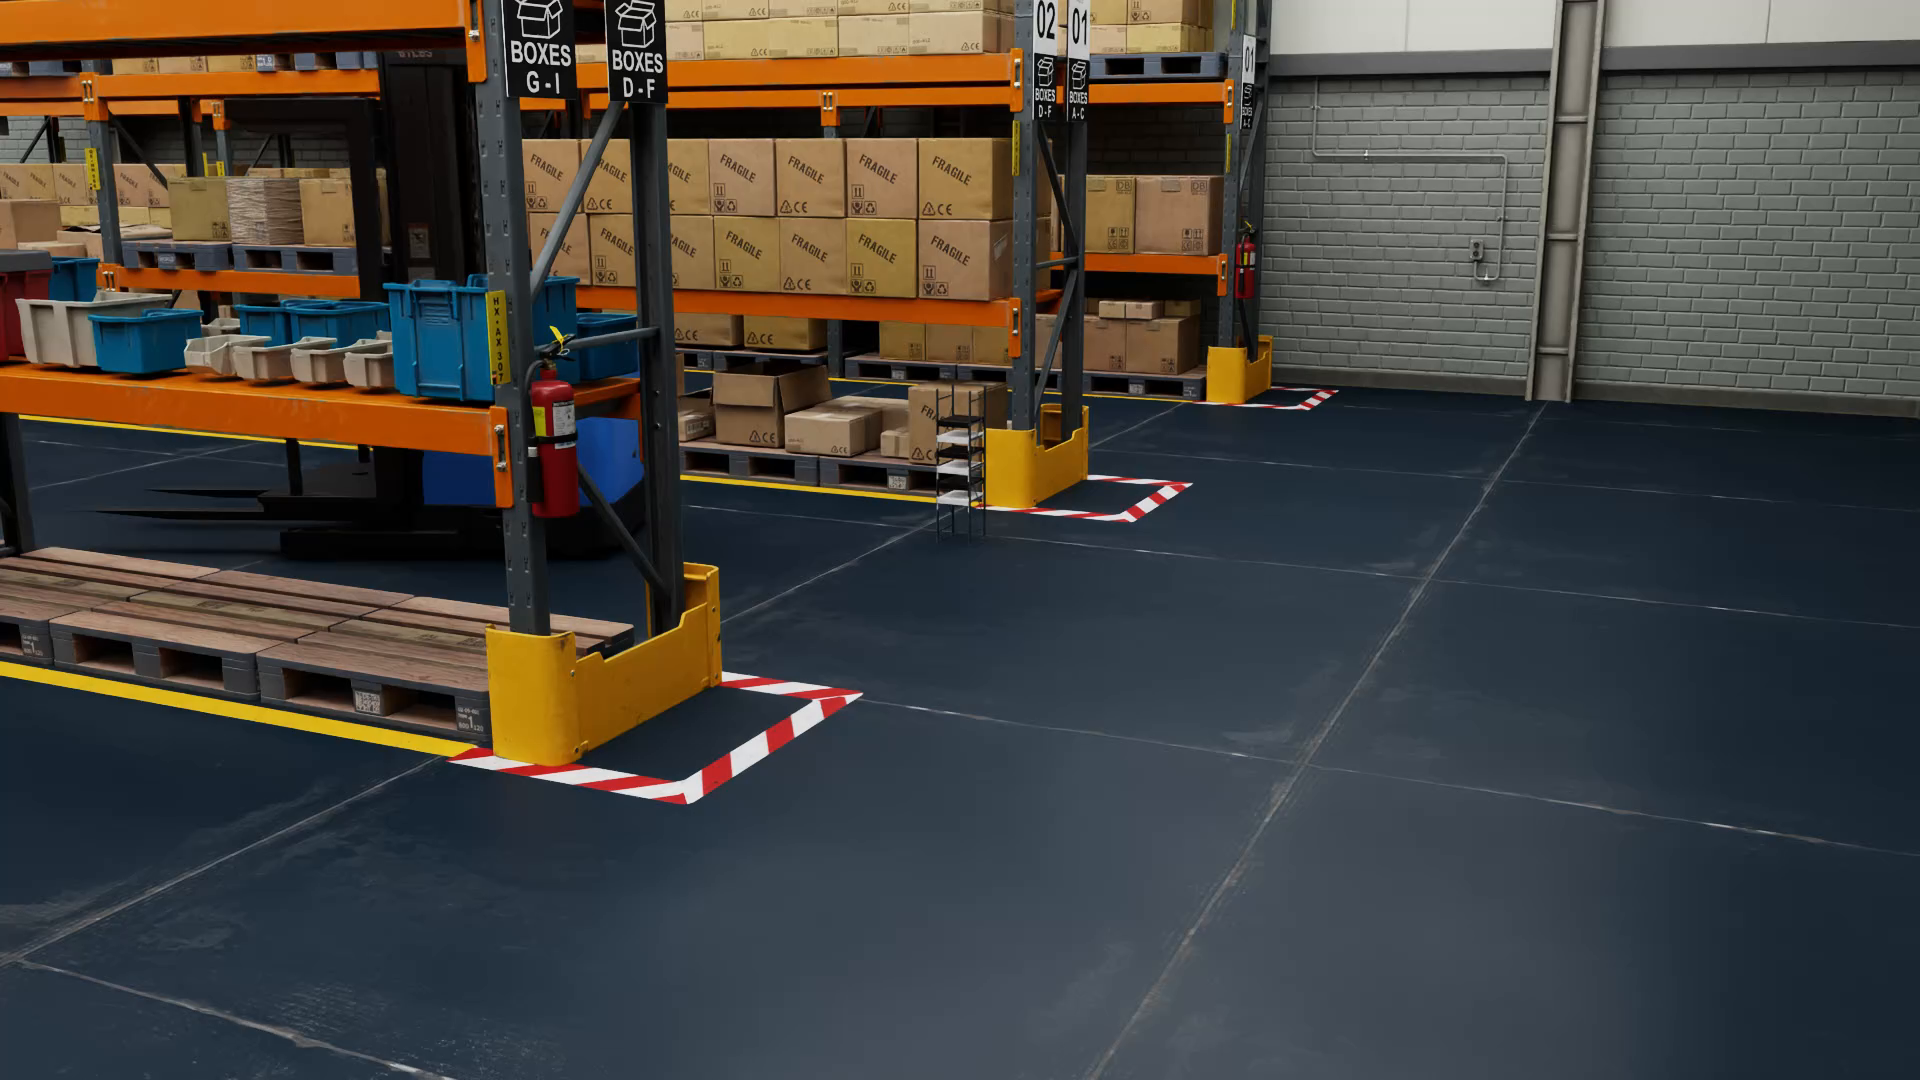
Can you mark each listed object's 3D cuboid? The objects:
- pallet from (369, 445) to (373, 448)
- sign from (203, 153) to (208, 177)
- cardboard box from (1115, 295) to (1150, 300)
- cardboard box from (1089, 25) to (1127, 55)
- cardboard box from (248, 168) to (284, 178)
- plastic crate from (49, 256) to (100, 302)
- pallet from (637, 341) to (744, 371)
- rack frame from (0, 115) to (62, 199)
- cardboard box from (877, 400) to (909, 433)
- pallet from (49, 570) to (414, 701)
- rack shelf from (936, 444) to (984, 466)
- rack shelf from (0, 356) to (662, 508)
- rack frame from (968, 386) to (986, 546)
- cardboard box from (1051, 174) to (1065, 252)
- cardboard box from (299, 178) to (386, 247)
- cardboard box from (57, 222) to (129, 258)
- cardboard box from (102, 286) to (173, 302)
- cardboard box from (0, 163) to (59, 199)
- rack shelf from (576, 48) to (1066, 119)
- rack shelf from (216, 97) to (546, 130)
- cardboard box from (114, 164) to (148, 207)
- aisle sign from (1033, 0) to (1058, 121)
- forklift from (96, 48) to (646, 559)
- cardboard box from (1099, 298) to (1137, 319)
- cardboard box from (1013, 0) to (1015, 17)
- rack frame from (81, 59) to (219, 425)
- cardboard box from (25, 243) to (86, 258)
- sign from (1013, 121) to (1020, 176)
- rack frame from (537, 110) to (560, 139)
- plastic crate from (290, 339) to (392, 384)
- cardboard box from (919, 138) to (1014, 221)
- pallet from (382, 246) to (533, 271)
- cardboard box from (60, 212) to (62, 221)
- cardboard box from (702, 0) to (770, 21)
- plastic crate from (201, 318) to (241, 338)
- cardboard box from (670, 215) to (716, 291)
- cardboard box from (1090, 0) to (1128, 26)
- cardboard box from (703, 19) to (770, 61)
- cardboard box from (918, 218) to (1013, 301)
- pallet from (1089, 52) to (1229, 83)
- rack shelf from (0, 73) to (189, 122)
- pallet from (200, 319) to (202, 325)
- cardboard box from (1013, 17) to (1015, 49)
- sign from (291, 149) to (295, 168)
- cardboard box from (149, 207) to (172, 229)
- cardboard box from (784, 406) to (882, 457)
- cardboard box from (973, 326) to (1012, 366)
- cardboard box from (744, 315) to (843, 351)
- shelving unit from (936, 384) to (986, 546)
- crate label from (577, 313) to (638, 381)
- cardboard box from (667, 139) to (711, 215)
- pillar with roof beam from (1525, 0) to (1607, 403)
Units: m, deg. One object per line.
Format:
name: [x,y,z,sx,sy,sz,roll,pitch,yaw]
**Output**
pallet: [-3.830,-0.866,12.982,1.213,0.211,1.003,6,14,23]
sign: [-6.517,-3.165,14.318,0.005,0.325,0.100,6,14,23]
cardboard box: [1.640,-2.245,15.889,0.250,0.149,0.380,6,14,23]
cardboard box: [1.336,-4.522,15.082,0.500,0.250,0.500,5,14,21]
cardboard box: [-7.931,-4.140,19.650,0.500,0.500,0.700,6,14,23]
plastic crate: [-4.516,-1.171,8.084,0.575,0.384,0.392,6,14,23]
pallet: [-2.924,-2.002,17.823,1.213,0.211,1.003,6,14,23]
rack frame: [-12.040,-4.301,21.520,0.127,3.000,1.000,6,14,23]
cardboard box: [-0.253,-0.817,11.727,0.500,0.250,0.500,6,14,23]
pallet: [-3.273,0.408,7.553,1.213,0.211,1.003,6,14,23]
rack shelf: [0.007,-0.493,9.636,0.200,0.077,0.258,6,14,23]
rack shelf: [-3.252,-0.586,7.263,4.000,0.370,1.077,6,14,23]
rack frame: [0.100,-0.428,9.609,0.006,0.900,0.240,6,14,23]
cardboard box: [0.756,-3.149,15.954,0.700,0.700,0.980,5,14,21]
cardboard box: [-4.712,-2.560,12.959,0.500,0.500,0.700,2,13,9]
cardboard box: [-7.468,-2.606,14.489,0.500,0.311,0.500,6,14,23]
cardboard box: [-10.272,-3.085,20.843,0.500,0.500,0.700,5,14,20]
cardboard box: [-11.725,-4.496,20.993,0.500,0.500,0.500,6,14,23]
rack shelf: [-1.243,-3.081,11.328,4.000,0.370,1.077,6,14,23]
rack shelf: [-6.554,-4.856,18.893,4.000,0.370,1.077,6,14,23]
cardboard box: [-9.855,-4.306,20.182,0.500,0.500,0.500,5,14,22]
aisle sign: [0.524,-2.981,10.203,0.004,0.787,0.394,6,14,23]
forklift: [-3.410,-1.440,9.478,3.031,2.935,1.130,0,13,2]
cardboard box: [1.483,-2.165,15.549,0.250,0.149,0.380,6,15,25]
cardboard box: [0.222,-3.518,10.851,0.500,0.250,0.500,6,14,23]
rack frame: [-6.728,-2.526,13.954,0.127,3.000,1.000,6,14,23]
cardboard box: [-7.663,-2.429,14.091,0.250,0.149,0.380,6,14,23]
sign: [0.343,-2.389,10.145,0.005,0.325,0.100,6,14,23]
rack frame: [-4.725,-3.561,18.365,0.127,3.000,1.000,6,14,23]
plastic crate: [-2.502,-0.720,6.703,0.243,0.136,0.396,6,14,23]
cardboard box: [0.068,-2.305,10.605,0.500,0.500,0.500,6,14,23]
pallet: [-3.758,-2.159,12.811,1.213,0.211,1.003,6,14,23]
cardboard box: [-11.242,-4.082,20.867,0.500,0.250,0.500,5,14,21]
cardboard box: [-1.360,-3.549,10.981,0.500,0.250,0.500,6,14,23]
plastic crate: [-3.367,-0.924,7.573,0.466,0.136,0.293,6,14,23]
cardboard box: [-1.790,-2.007,11.523,0.500,0.500,0.500,6,14,23]
cardboard box: [1.356,-4.886,14.993,0.500,0.500,0.500,6,15,25]
cardboard box: [-1.356,-3.307,11.046,0.500,0.250,0.500,6,14,23]
cardboard box: [0.066,-1.819,10.722,0.500,0.500,0.500,6,15,25]
pallet: [1.907,-4.305,15.161,1.213,0.211,1.003,6,14,23]
rack shelf: [-8.557,-3.821,14.482,4.000,0.370,1.077,6,14,23]
pallet: [-9.011,-2.628,20.494,1.213,0.211,1.003,6,14,23]
cardboard box: [0.219,-3.274,10.903,0.500,0.250,0.500,6,14,23]
sign: [-8.161,-4.611,20.305,0.005,0.325,0.100,6,14,23]
cardboard box: [-9.391,-3.896,20.078,0.500,0.250,0.500,6,14,23]
cardboard box: [-0.867,-0.754,11.460,0.500,0.250,0.500,6,14,23]
cardboard box: [0.500,-1.993,16.234,0.500,0.500,0.700,6,15,25]
cardboard box: [-1.715,-2.382,17.126,0.750,0.750,0.750,6,14,24]
shelving unit: [0.007,-0.437,9.649,0.210,0.900,0.258,6,14,23]
crate label: [-1.516,-0.791,6.795,0.303,0.233,0.416,6,14,23]
cardboard box: [-1.813,-2.494,11.409,0.500,0.500,0.500,5,14,22]
pillar with roof beam: [3.664,-4.773,10.398,0.400,9.000,9.100,6,14,23]
